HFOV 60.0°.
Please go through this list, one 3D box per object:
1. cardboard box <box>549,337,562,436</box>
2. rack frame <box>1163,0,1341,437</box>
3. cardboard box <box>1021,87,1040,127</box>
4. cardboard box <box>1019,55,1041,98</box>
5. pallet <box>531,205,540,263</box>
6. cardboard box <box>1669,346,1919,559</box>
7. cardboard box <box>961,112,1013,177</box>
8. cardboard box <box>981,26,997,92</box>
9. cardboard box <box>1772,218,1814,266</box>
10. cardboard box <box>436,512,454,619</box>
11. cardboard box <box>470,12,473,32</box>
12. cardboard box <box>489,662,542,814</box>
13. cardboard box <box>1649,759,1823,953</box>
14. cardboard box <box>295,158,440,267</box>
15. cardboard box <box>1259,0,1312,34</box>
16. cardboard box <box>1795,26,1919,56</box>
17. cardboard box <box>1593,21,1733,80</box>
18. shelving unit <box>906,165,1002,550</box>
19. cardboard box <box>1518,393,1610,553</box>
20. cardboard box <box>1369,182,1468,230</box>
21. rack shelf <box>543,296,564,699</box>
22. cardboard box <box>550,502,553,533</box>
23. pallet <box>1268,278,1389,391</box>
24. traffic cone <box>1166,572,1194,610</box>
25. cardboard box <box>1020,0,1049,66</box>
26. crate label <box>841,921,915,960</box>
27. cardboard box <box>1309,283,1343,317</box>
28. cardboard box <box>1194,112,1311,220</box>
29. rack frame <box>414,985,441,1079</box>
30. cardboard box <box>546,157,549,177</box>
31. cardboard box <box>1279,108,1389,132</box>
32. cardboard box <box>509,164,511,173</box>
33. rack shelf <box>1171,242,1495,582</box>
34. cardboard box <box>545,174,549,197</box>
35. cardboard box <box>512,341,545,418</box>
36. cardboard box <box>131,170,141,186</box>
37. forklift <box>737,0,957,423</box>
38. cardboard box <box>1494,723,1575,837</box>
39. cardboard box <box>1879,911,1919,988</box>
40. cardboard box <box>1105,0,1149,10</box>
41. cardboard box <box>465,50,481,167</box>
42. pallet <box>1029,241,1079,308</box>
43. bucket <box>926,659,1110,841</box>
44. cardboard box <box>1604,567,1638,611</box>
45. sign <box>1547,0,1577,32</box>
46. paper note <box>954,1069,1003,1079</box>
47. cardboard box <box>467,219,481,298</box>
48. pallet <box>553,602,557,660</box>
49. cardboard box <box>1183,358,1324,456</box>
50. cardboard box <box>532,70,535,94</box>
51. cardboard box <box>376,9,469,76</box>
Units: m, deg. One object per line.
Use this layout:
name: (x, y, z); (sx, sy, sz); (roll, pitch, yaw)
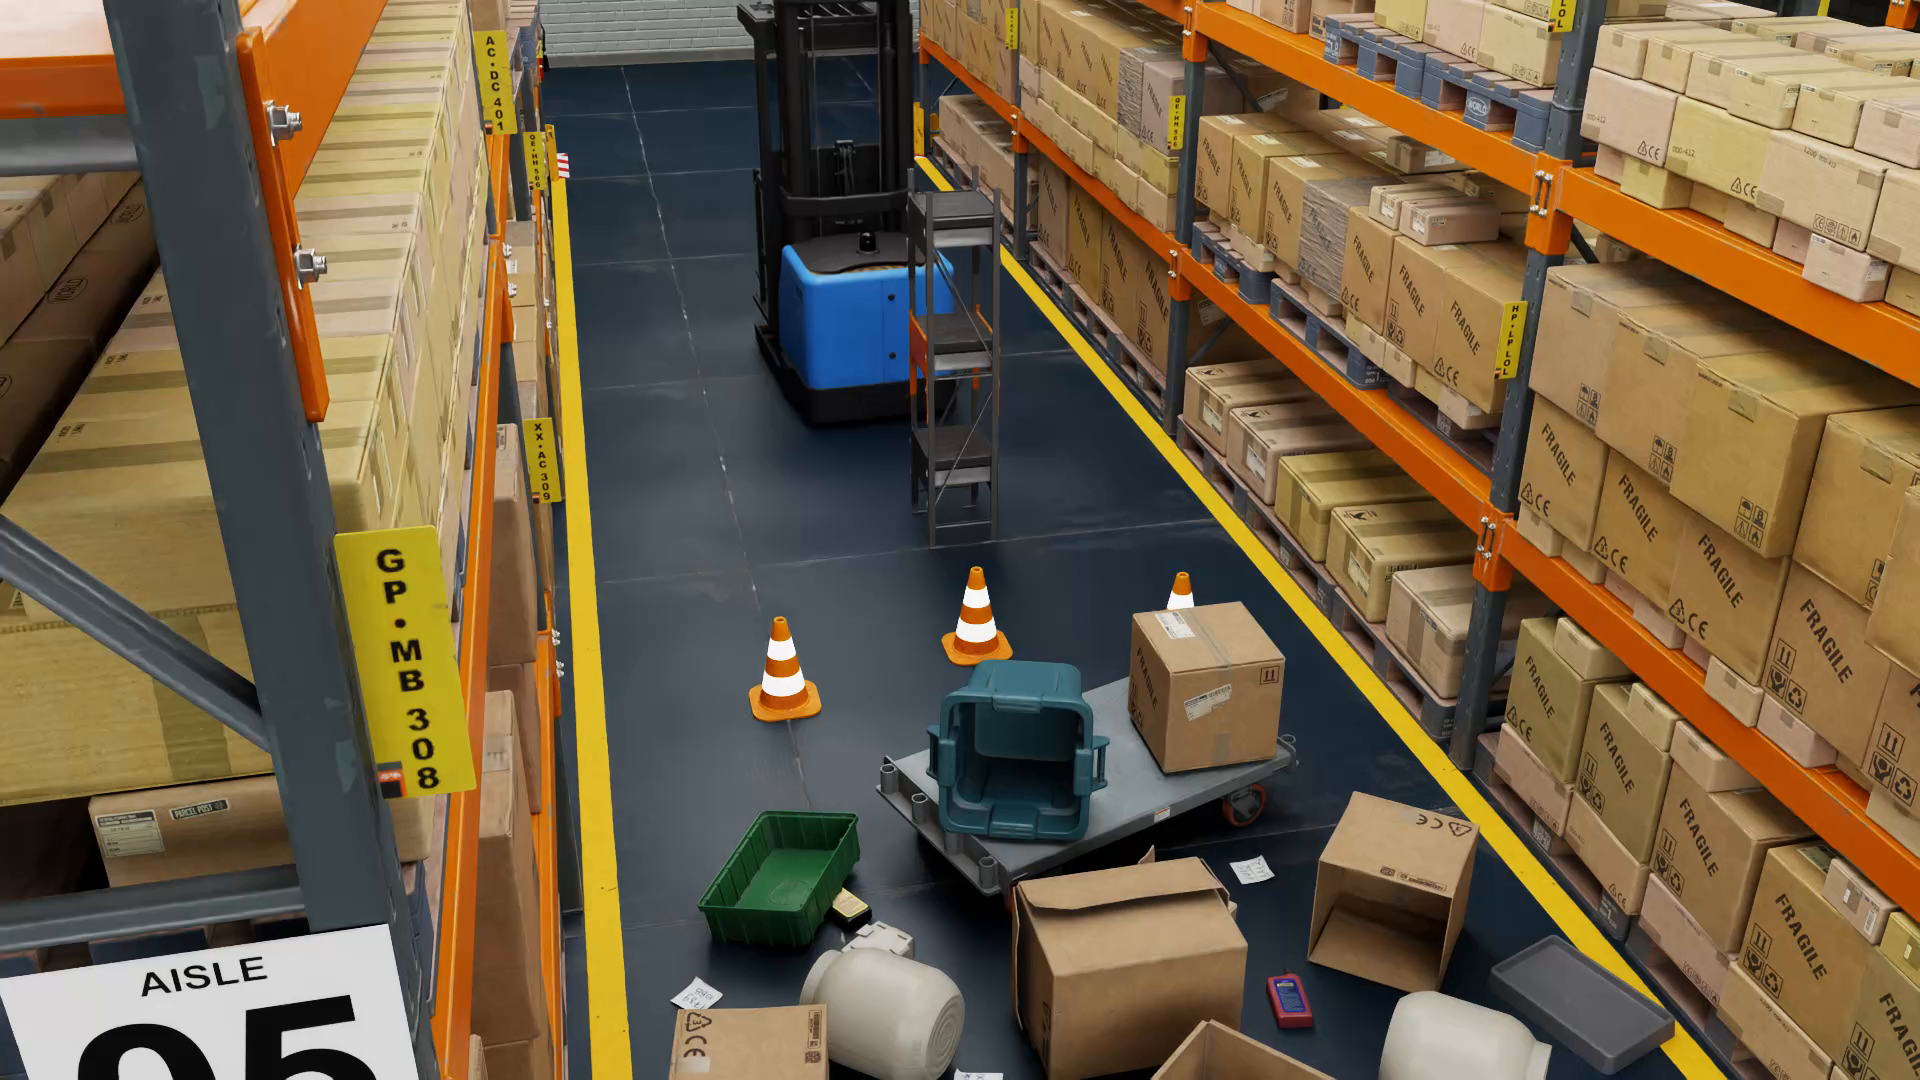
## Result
cardboard box: (-2.842, -0.966, 10.643); (0.500, 0.500, 0.500); (-7, 28, -14)
rack frame: (1.869, -2.105, 10.592); (1.000, 3.000, 0.127); (-6, 27, -12)
cardboard box: (0.810, -3.574, 13.669); (0.500, 0.250, 0.500); (-7, 28, -13)
cardboard box: (0.792, -3.796, 13.553); (0.500, 0.250, 0.500); (-7, 28, -13)
pallet: (-3.195, -1.775, 10.150); (1.213, 0.211, 1.003); (-6, 27, -12)
cardboard box: (2.839, -0.308, 5.481); (0.700, 0.500, 0.500); (-7, 28, -13)
cardboard box: (0.527, -3.980, 16.684); (0.875, 0.438, 0.875); (-5, 27, -10)
cardboard box: (0.493, -4.309, 14.847); (0.500, 0.500, 0.500); (-7, 28, -13)
cardboard box: (2.837, -0.964, 5.280); (0.380, 0.149, 0.250); (-7, 28, -13)
cardboard box: (-1.007, 0.090, 2.616); (0.380, 0.149, 0.250); (-6, 27, -11)
cardboard box: (-2.245, -2.156, 6.936); (0.396, 0.266, 0.258); (-6, 27, -12)
cardboard box: (-1.789, 0.531, 5.203); (0.875, 0.550, 0.550); (-6, 27, -12)
cardboard box: (2.888, 1.104, 5.987); (0.500, 0.500, 0.500); (-5, 27, -9)
cardboard box: (-1.178, -0.598, 3.094); (0.380, 0.149, 0.250); (-6, 27, -12)
cardboard box: (2.073, -3.072, 9.067); (0.700, 0.500, 0.500); (-6, 27, -12)
cardboard box: (3.188, -1.709, 5.871); (0.380, 0.149, 0.250); (-7, 28, -13)
cardboard box: (2.523, -1.761, 5.974); (0.380, 0.149, 0.250); (-6, 27, -13)
shelving unit: (-0.037, -1.010, 9.421); (0.431, 2.100, 0.503); (-6, 27, -12)
cardboard box: (2.598, -0.305, 6.584); (0.500, 0.500, 0.500); (-6, 27, -12)
cardboard box: (2.194, -1.603, 7.969); (0.380, 0.149, 0.250); (-7, 28, -14)
rack shelf: (-2.480, -0.359, 7.931); (1.077, 0.370, 4.000); (-6, 27, -12)
cardboard box: (-2.881, -0.465, 9.373); (1.050, 0.750, 0.750); (-6, 27, -12)
pallet: (2.355, -1.155, 8.922); (1.003, 0.211, 1.213); (-6, 27, -12)
traffic cone: (1.127, 0.381, 8.481); (0.336, 0.463, 0.334); (-6, 27, -12)
cardboard box: (0.787, -4.130, 13.383); (0.500, 0.500, 0.500); (-6, 27, -11)
crate label: (-0.318, 1.607, 6.415); (0.250, 0.136, 0.298); (19, 32, 32)
cardboard box: (2.078, -1.304, 8.818); (0.380, 0.149, 0.250); (-5, 27, -10)
cardboard box: (1.745, -2.249, 9.970); (0.500, 0.500, 0.500); (-7, 28, -13)
rack frame: (-1.128, 1.954, 2.550); (1.000, 3.000, 0.127); (-6, 27, -12)
cardboard box: (-4.255, -3.672, 16.395); (0.380, 0.149, 0.250); (-5, 27, -10)
cardboard box: (2.242, -2.299, 10.068); (0.500, 0.500, 0.500); (-7, 28, -13)
cardboard box: (-2.960, -2.347, 10.224); (0.380, 0.149, 0.250); (-6, 27, -12)
rack shelf: (2.320, -0.906, 9.014); (1.077, 0.370, 4.000); (-6, 27, -12)
cardboard box: (-3.960, -3.229, 15.185); (0.380, 0.149, 0.250); (-6, 27, -11)
cardboard box: (-2.110, -0.546, 7.392); (0.500, 0.500, 0.500); (-6, 27, -12)
cardboard box: (-1.990, -0.864, 3.621); (0.380, 0.149, 0.250); (-6, 27, -12)
forklift: (-0.928, -2.736, 11.917); (1.130, 2.935, 3.031); (-8, 28, -15)
cardboard box: (2.640, 0.977, 7.070); (0.500, 0.250, 0.500); (-7, 28, -14)
cardboard box: (3.036, 1.232, 5.013); (0.380, 0.149, 0.250); (-5, 27, -11)
cardboard box: (1.437, -3.955, 13.036); (0.500, 0.500, 0.500); (-5, 27, -11)
cardboard box: (-1.668, -1.249, 4.826); (0.500, 0.250, 0.500); (-6, 27, -12)
pallet: (1.215, -2.285, 14.043); (1.003, 0.211, 1.213); (-6, 27, -12)
bucket: (0.247, 0.806, 6.770); (0.726, 0.611, 0.620); (3, 17, 6)
cardboard box: (2.726, 0.153, 6.397); (0.380, 0.149, 0.250); (-6, 27, -12)
sign: (2.231, -2.037, 6.117); (0.100, 0.325, 0.005); (-6, 27, -12)
paper note: (0.060, 1.937, 5.887); (0.172, 0.023, 0.155); (3, 27, 6)
cardboard box: (-1.407, -0.688, 4.157); (0.380, 0.149, 0.250); (-6, 27, -11)
pallet: (-2.555, 0.575, 8.377); (1.003, 0.211, 1.213); (-6, 27, -12)
cardboard box: (1.987, -0.870, 10.596); (0.950, 0.372, 0.625); (-8, 28, -15)
cardboard box: (-3.817, -3.951, 13.808); (0.500, 0.500, 0.500); (-6, 27, -12)
cardboard box: (-1.580, -1.378, 4.639); (0.380, 0.149, 0.250); (-6, 27, -12)
